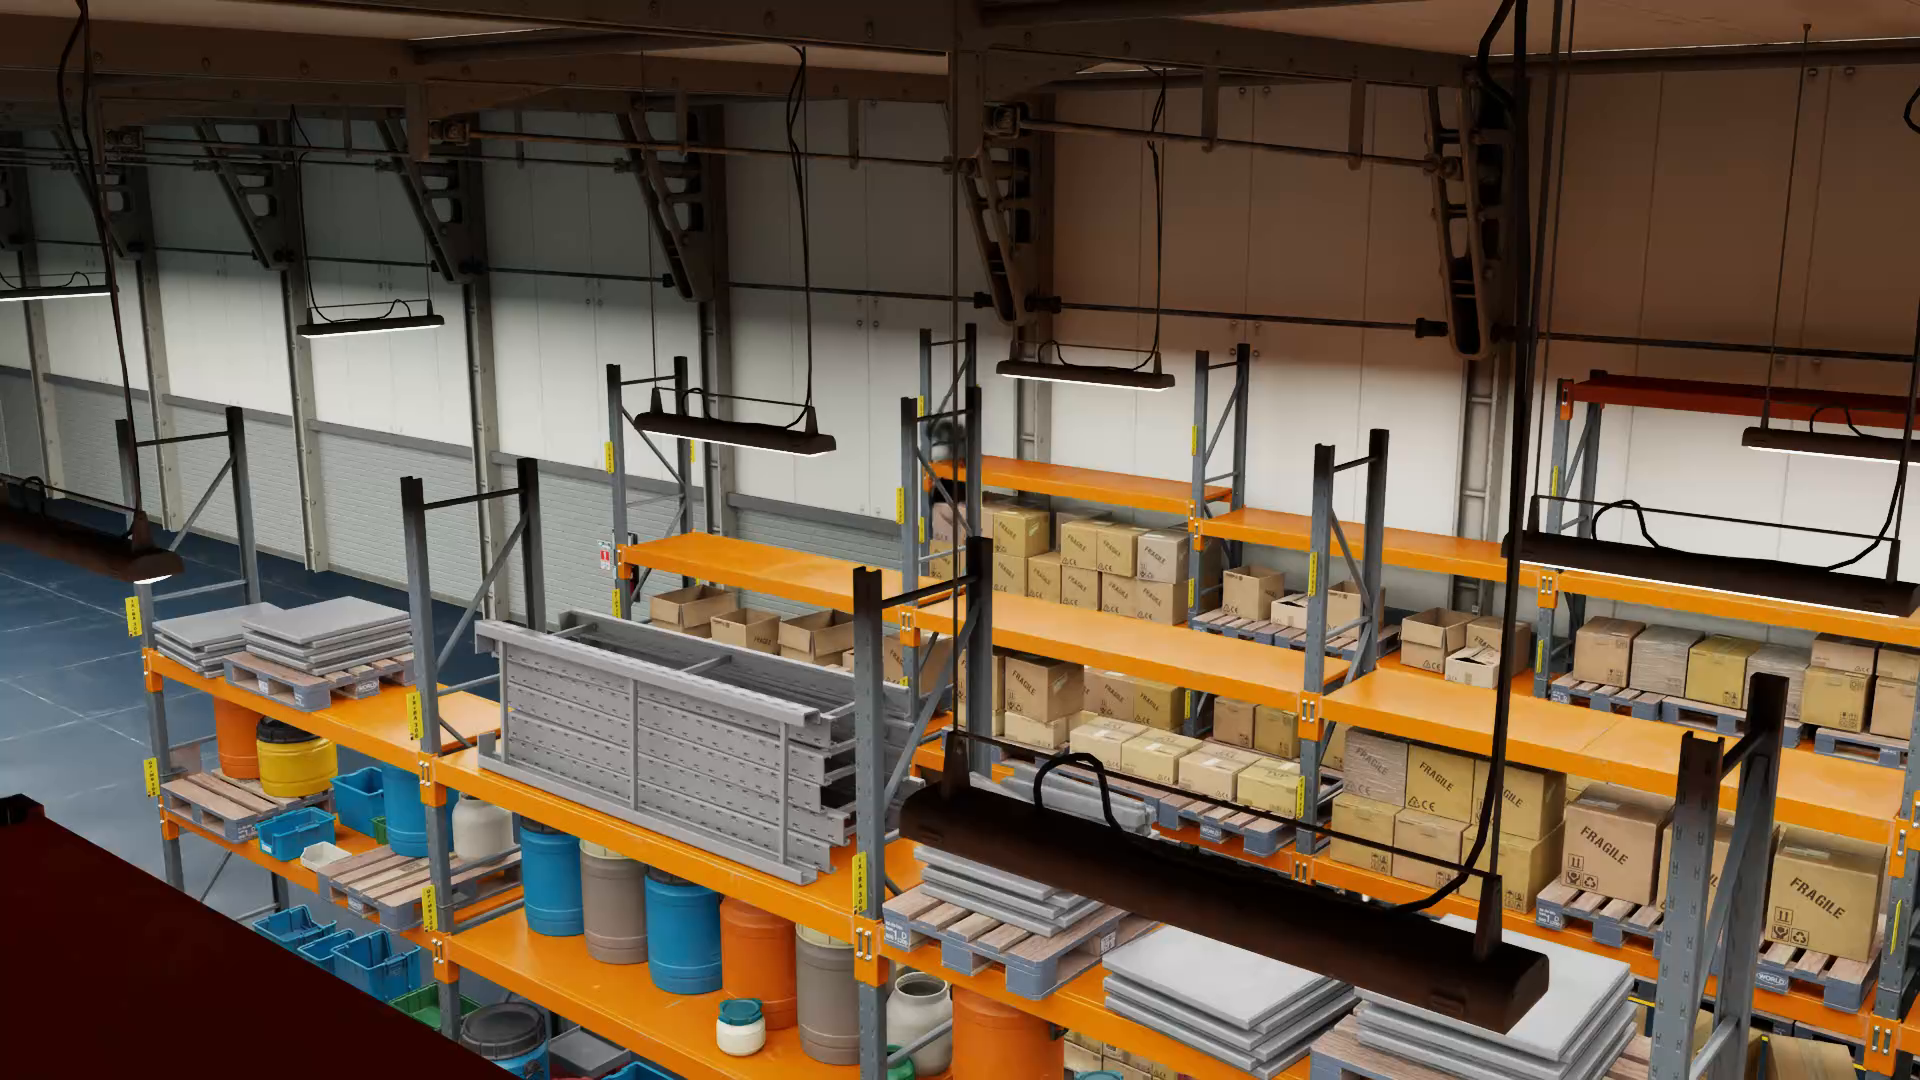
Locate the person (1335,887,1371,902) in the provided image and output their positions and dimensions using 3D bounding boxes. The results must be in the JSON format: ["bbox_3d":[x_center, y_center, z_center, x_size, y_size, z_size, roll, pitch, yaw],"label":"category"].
[{"bbox_3d":[3.744,3.745,15.941,0.703,1.704,0.582,10,16,37],"label":"person"}]
